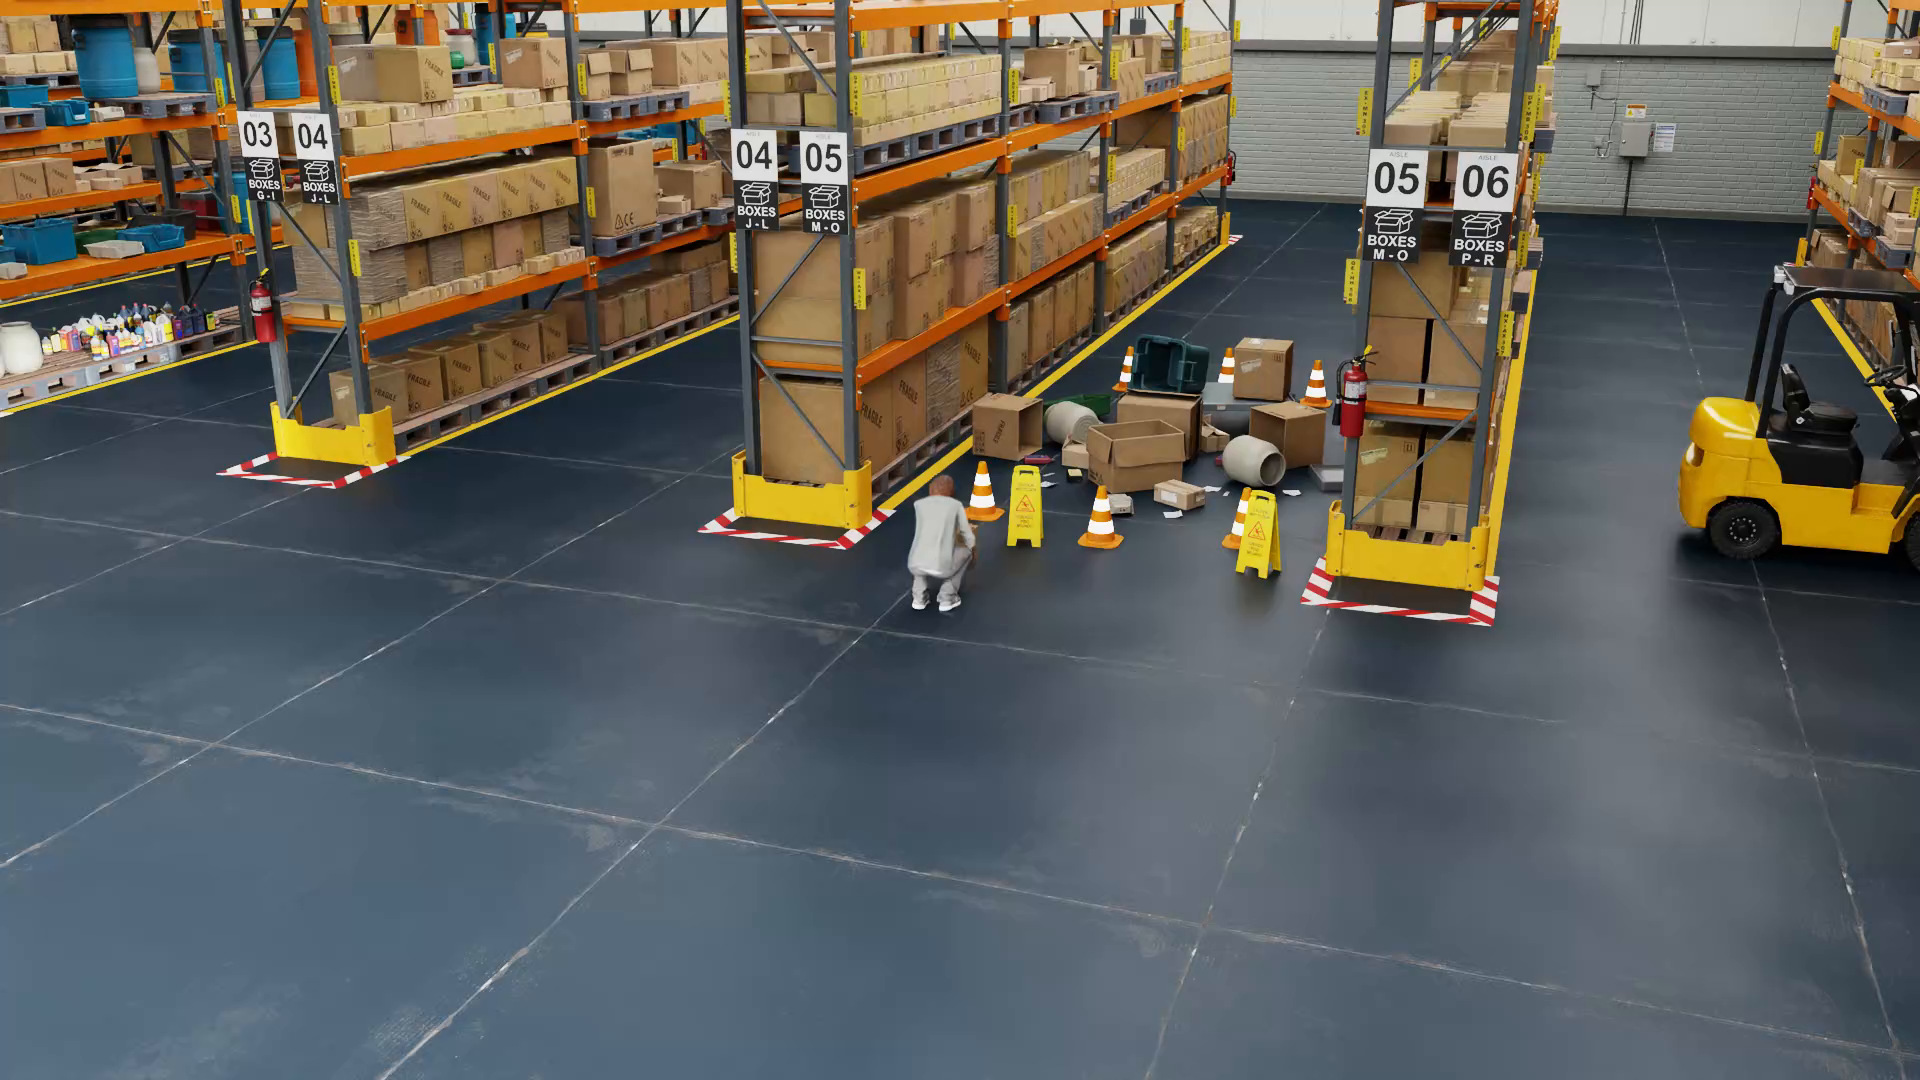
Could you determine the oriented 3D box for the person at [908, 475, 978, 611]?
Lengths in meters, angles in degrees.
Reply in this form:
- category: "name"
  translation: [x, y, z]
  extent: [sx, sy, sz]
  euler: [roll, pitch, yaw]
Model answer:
- category: "person"
  translation: [-0.139, 0.029, 12.100]
  extent: [0.428, 0.890, 0.823]
  euler: [6, 20, 17]
